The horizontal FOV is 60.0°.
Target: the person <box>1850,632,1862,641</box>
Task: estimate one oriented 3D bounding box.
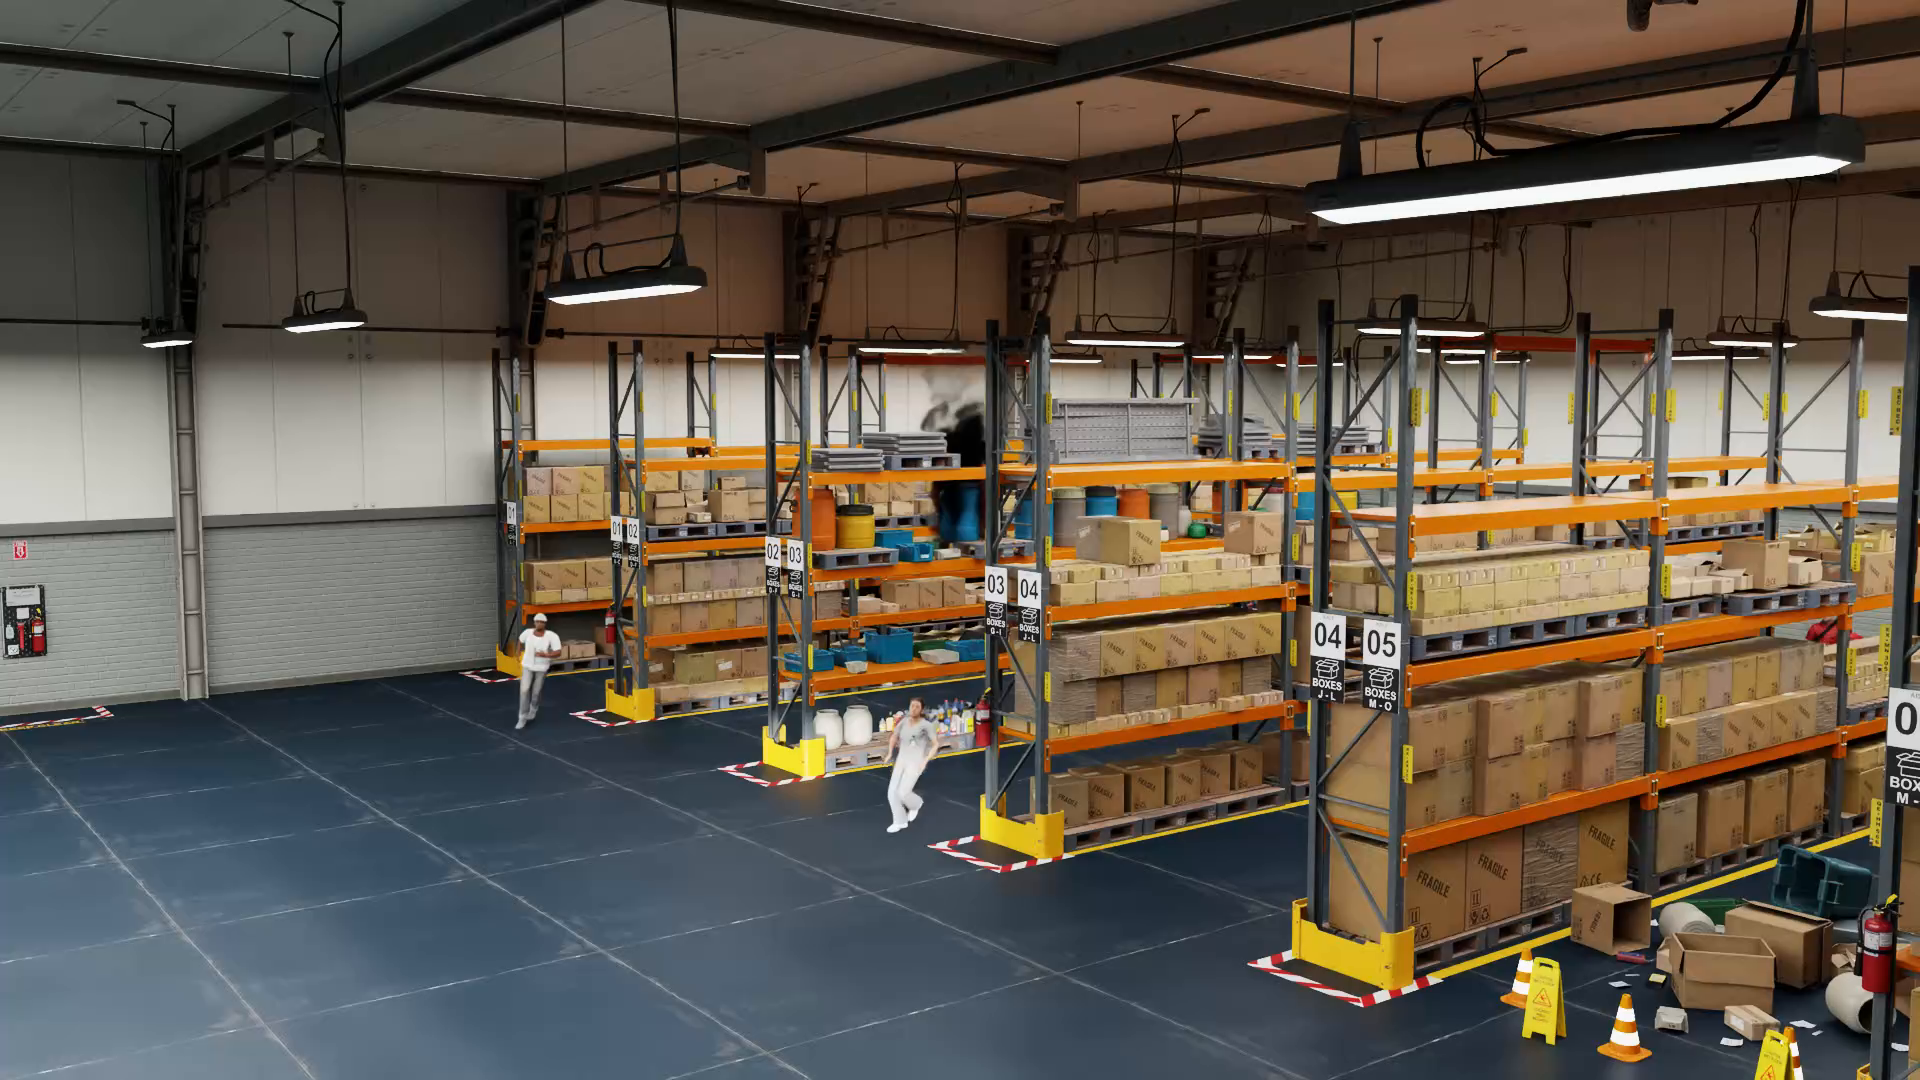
[{"bbox_3d":[12.731,2.196,23.776,0.597,1.748,0.632,-4,6,-38],"label":"person"}]

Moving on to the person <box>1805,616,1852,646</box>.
[{"bbox_3d":[13.998,1.943,26.832,0.674,1.706,0.902,4,7,41],"label":"person"}]

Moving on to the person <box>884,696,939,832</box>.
[{"bbox_3d":[-0.565,2.626,19.406,0.611,1.605,0.543,3,6,32],"label":"person"}]

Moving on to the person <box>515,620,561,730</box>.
[{"bbox_3d":[-6.576,2.038,25.989,0.707,1.751,0.854,-1,5,-6],"label":"person"}]
